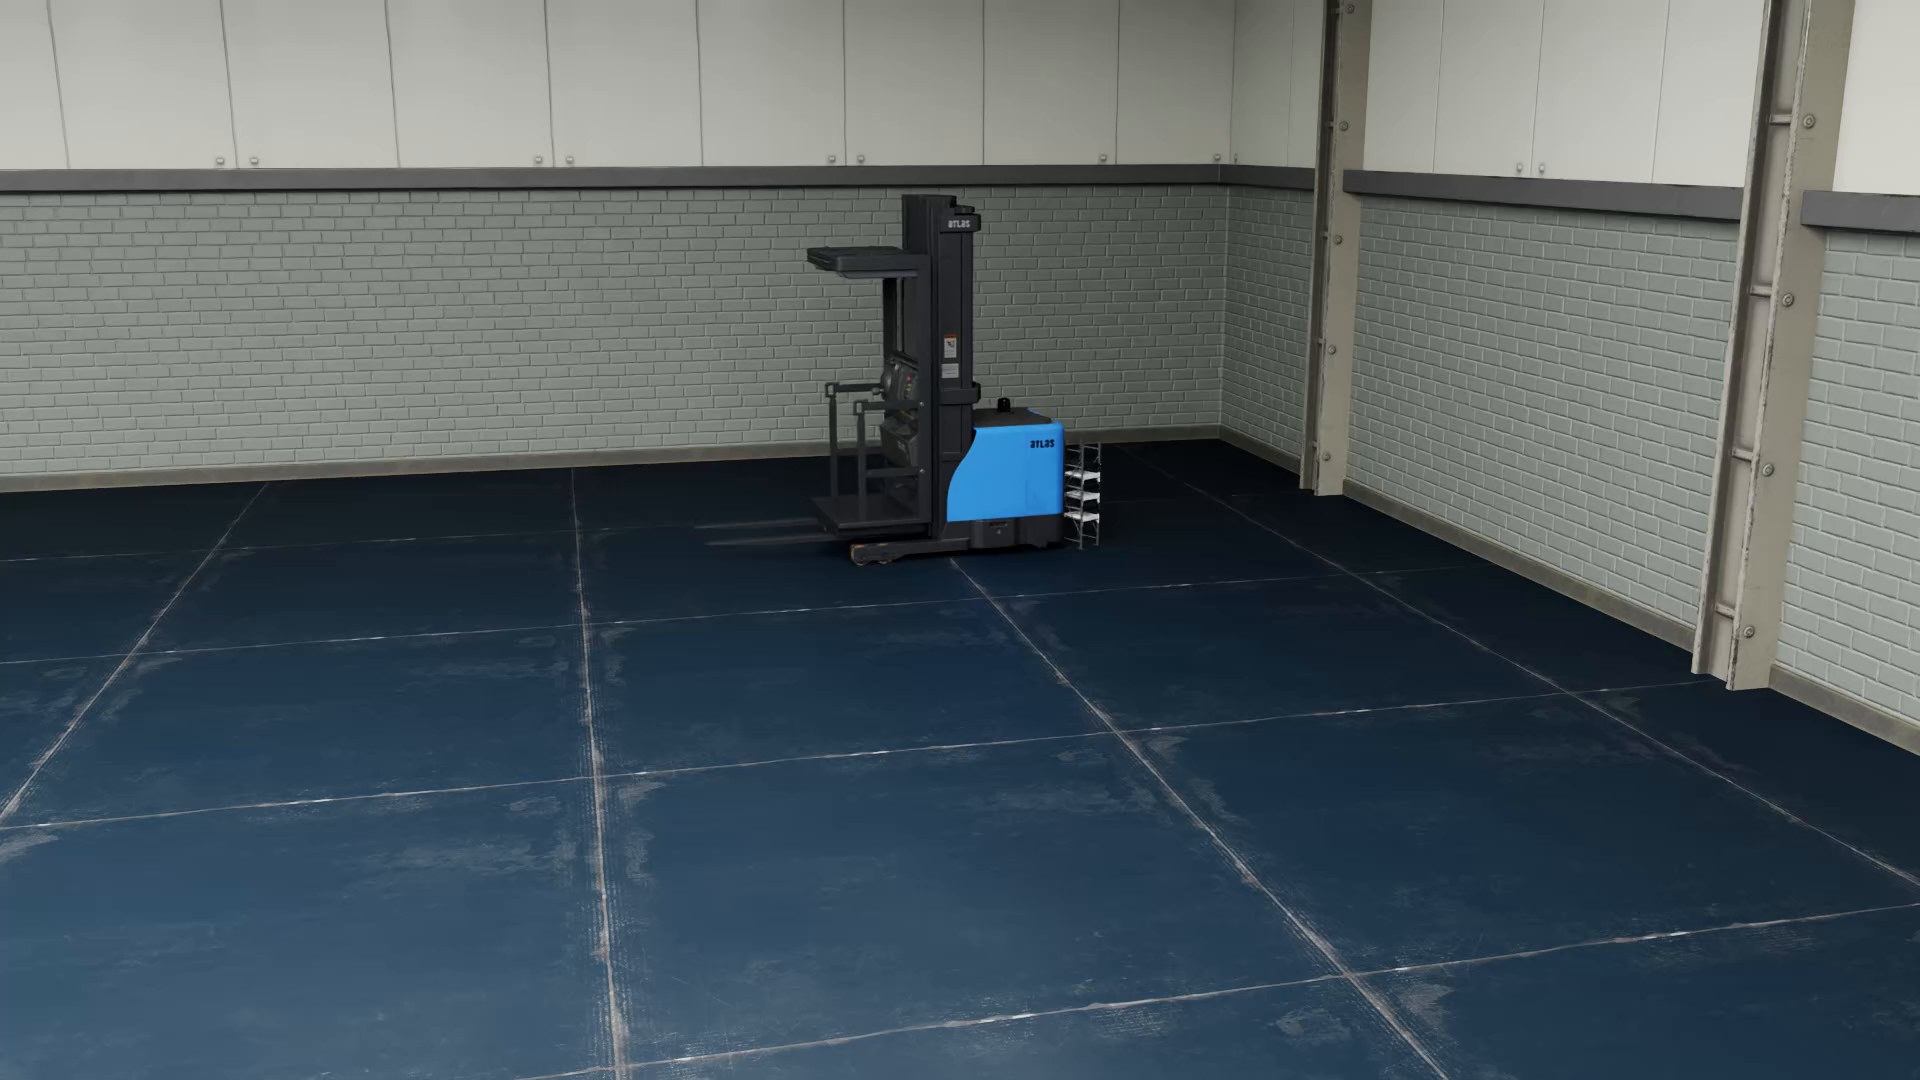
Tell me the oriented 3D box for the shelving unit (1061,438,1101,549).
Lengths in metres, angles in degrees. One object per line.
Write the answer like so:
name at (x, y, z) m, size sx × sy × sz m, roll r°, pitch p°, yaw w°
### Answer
shelving unit at (1.029, -0.396, 14.152) m, size 0.210 × 0.900 × 0.258 m, roll -12°, pitch 18°, yaw -40°

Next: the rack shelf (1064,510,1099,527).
rack shelf at (1.029, -0.189, 14.203) m, size 0.200 × 0.077 × 0.258 m, roll -12°, pitch 18°, yaw -40°

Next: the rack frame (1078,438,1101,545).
rack frame at (1.106, -0.412, 14.217) m, size 0.006 × 0.900 × 0.240 m, roll -12°, pitch 18°, yaw -40°

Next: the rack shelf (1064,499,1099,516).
rack shelf at (1.029, -0.276, 14.181) m, size 0.200 × 0.077 × 0.258 m, roll -12°, pitch 18°, yaw -40°

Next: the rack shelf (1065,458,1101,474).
rack shelf at (1.030, -0.626, 14.096) m, size 0.200 × 0.077 × 0.258 m, roll -12°, pitch 18°, yaw -40°

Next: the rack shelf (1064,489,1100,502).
rack shelf at (1.029, -0.364, 14.160) m, size 0.200 × 0.077 × 0.258 m, roll -12°, pitch 18°, yaw -40°

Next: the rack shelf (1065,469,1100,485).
rack shelf at (1.030, -0.539, 14.117) m, size 0.200 × 0.077 × 0.258 m, roll -12°, pitch 18°, yaw -40°

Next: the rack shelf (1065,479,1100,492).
rack shelf at (1.029, -0.451, 14.138) m, size 0.200 × 0.077 × 0.258 m, roll -12°, pitch 18°, yaw -40°

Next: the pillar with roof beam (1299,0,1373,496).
pillar with roof beam at (-0.610, -4.617, 14.364) m, size 9.100 × 9.000 × 0.400 m, roll -3°, pitch 14°, yaw -13°

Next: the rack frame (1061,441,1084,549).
rack frame at (0.953, -0.380, 14.087) m, size 0.006 × 0.900 × 0.240 m, roll -12°, pitch 18°, yaw -40°

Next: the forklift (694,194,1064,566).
forklift at (-0.690, -1.356, 13.800) m, size 3.031 × 2.935 × 1.130 m, roll -4°, pitch 14°, yaw -17°

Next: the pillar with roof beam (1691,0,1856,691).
pillar with roof beam at (0.800, -3.233, 8.698) m, size 9.100 × 9.000 × 0.400 m, roll -3°, pitch 14°, yaw -13°
